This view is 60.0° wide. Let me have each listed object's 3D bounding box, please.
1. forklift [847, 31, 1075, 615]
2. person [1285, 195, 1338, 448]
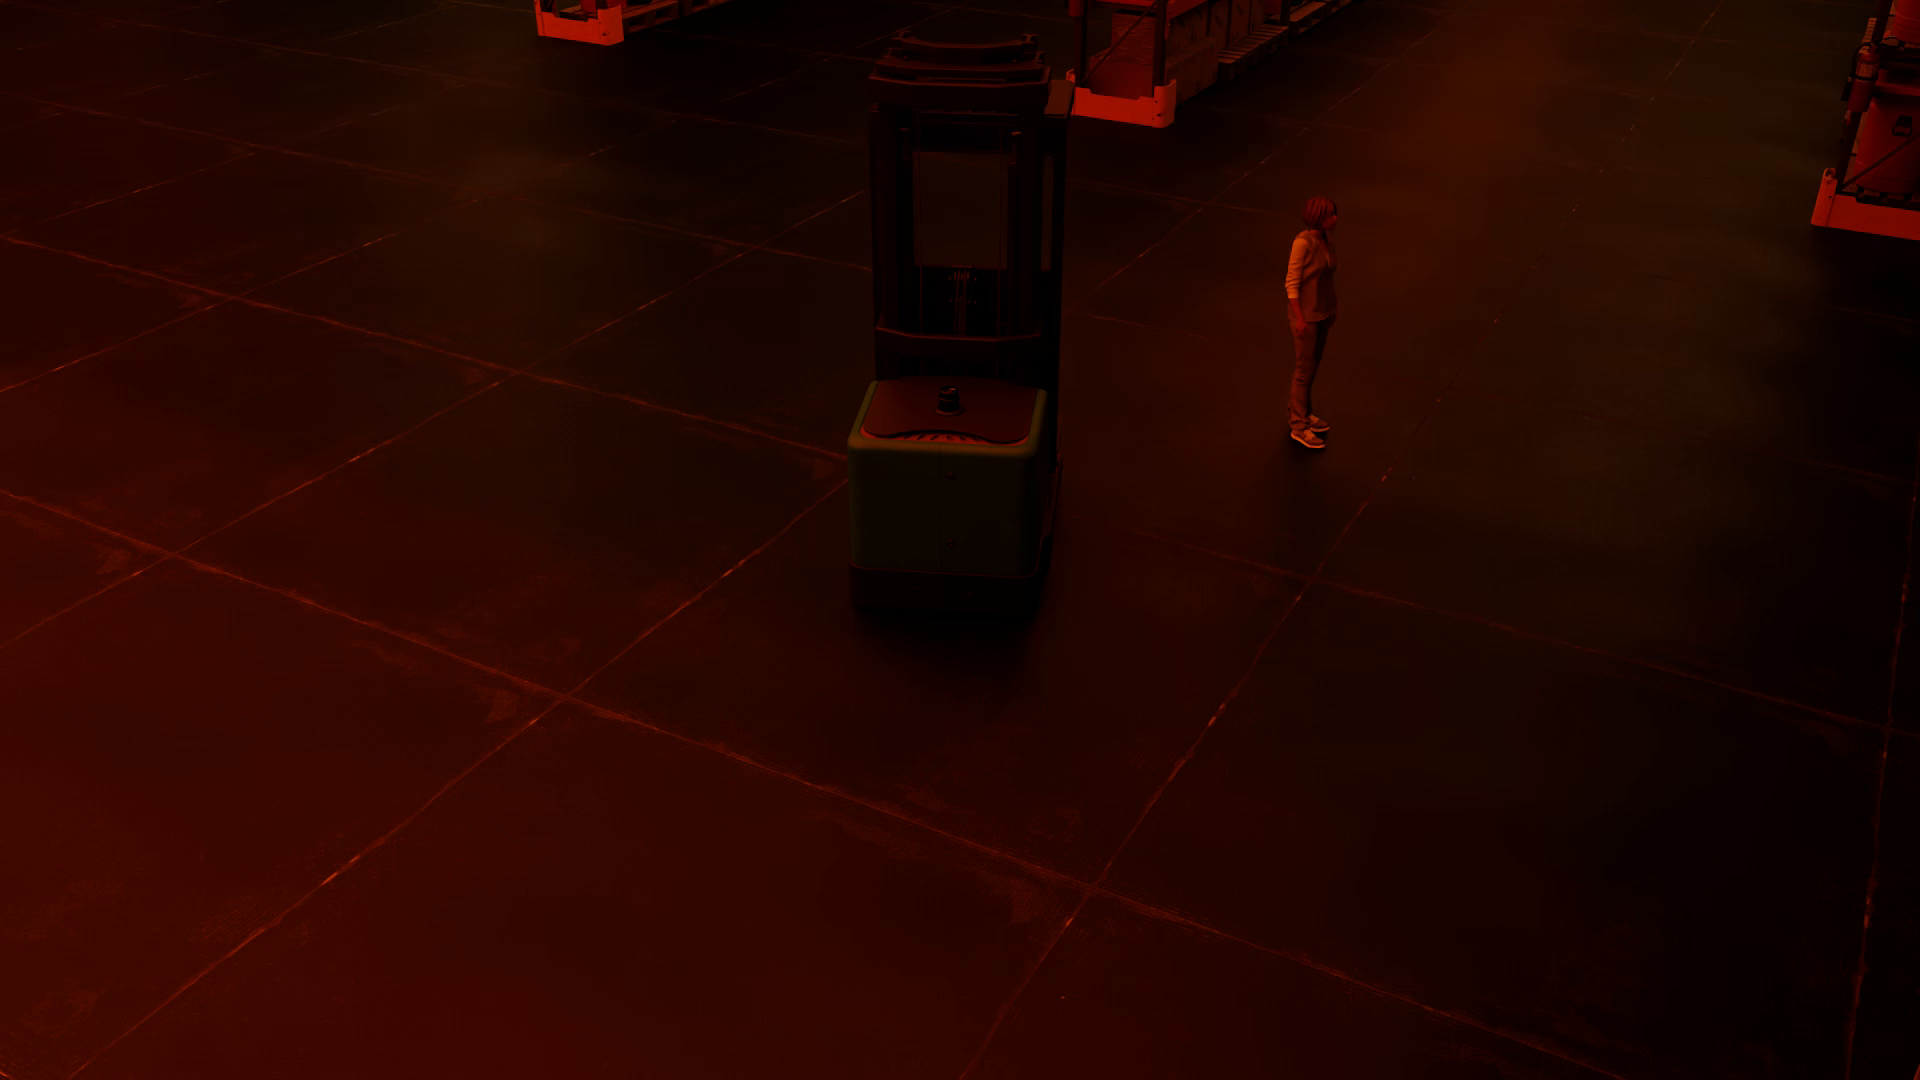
[{"bbox_3d":[0.072,-1.572,9.794,1.130,2.935,3.031,3,30,6],"label":"forklift"},{"bbox_3d":[2.364,-1.444,10.894,0.476,1.597,0.518,22,37,33],"label":"person"}]
